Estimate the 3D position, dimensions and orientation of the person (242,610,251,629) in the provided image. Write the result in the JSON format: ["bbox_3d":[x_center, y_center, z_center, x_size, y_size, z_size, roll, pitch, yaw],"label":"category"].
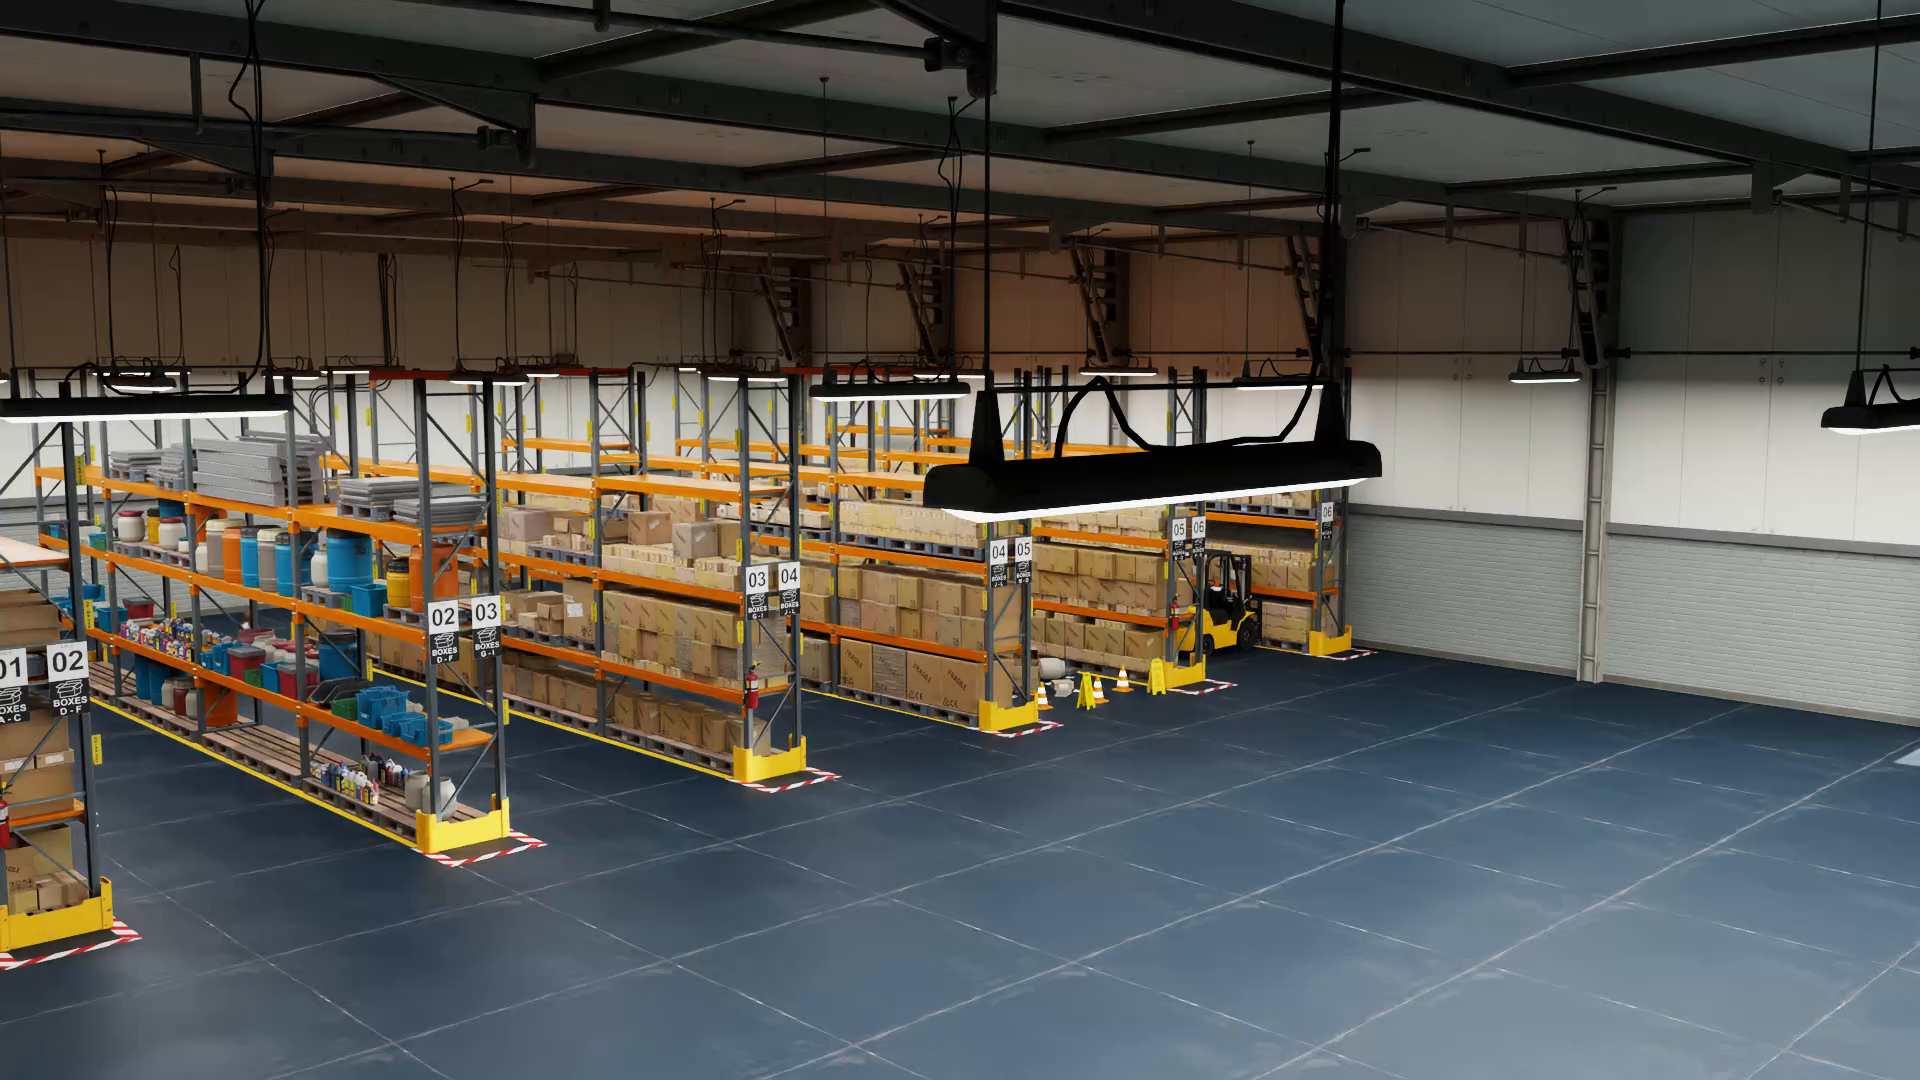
[{"bbox_3d":[-13.264,2.120,30.926,0.813,1.439,0.393,3,7,24],"label":"person"}]
